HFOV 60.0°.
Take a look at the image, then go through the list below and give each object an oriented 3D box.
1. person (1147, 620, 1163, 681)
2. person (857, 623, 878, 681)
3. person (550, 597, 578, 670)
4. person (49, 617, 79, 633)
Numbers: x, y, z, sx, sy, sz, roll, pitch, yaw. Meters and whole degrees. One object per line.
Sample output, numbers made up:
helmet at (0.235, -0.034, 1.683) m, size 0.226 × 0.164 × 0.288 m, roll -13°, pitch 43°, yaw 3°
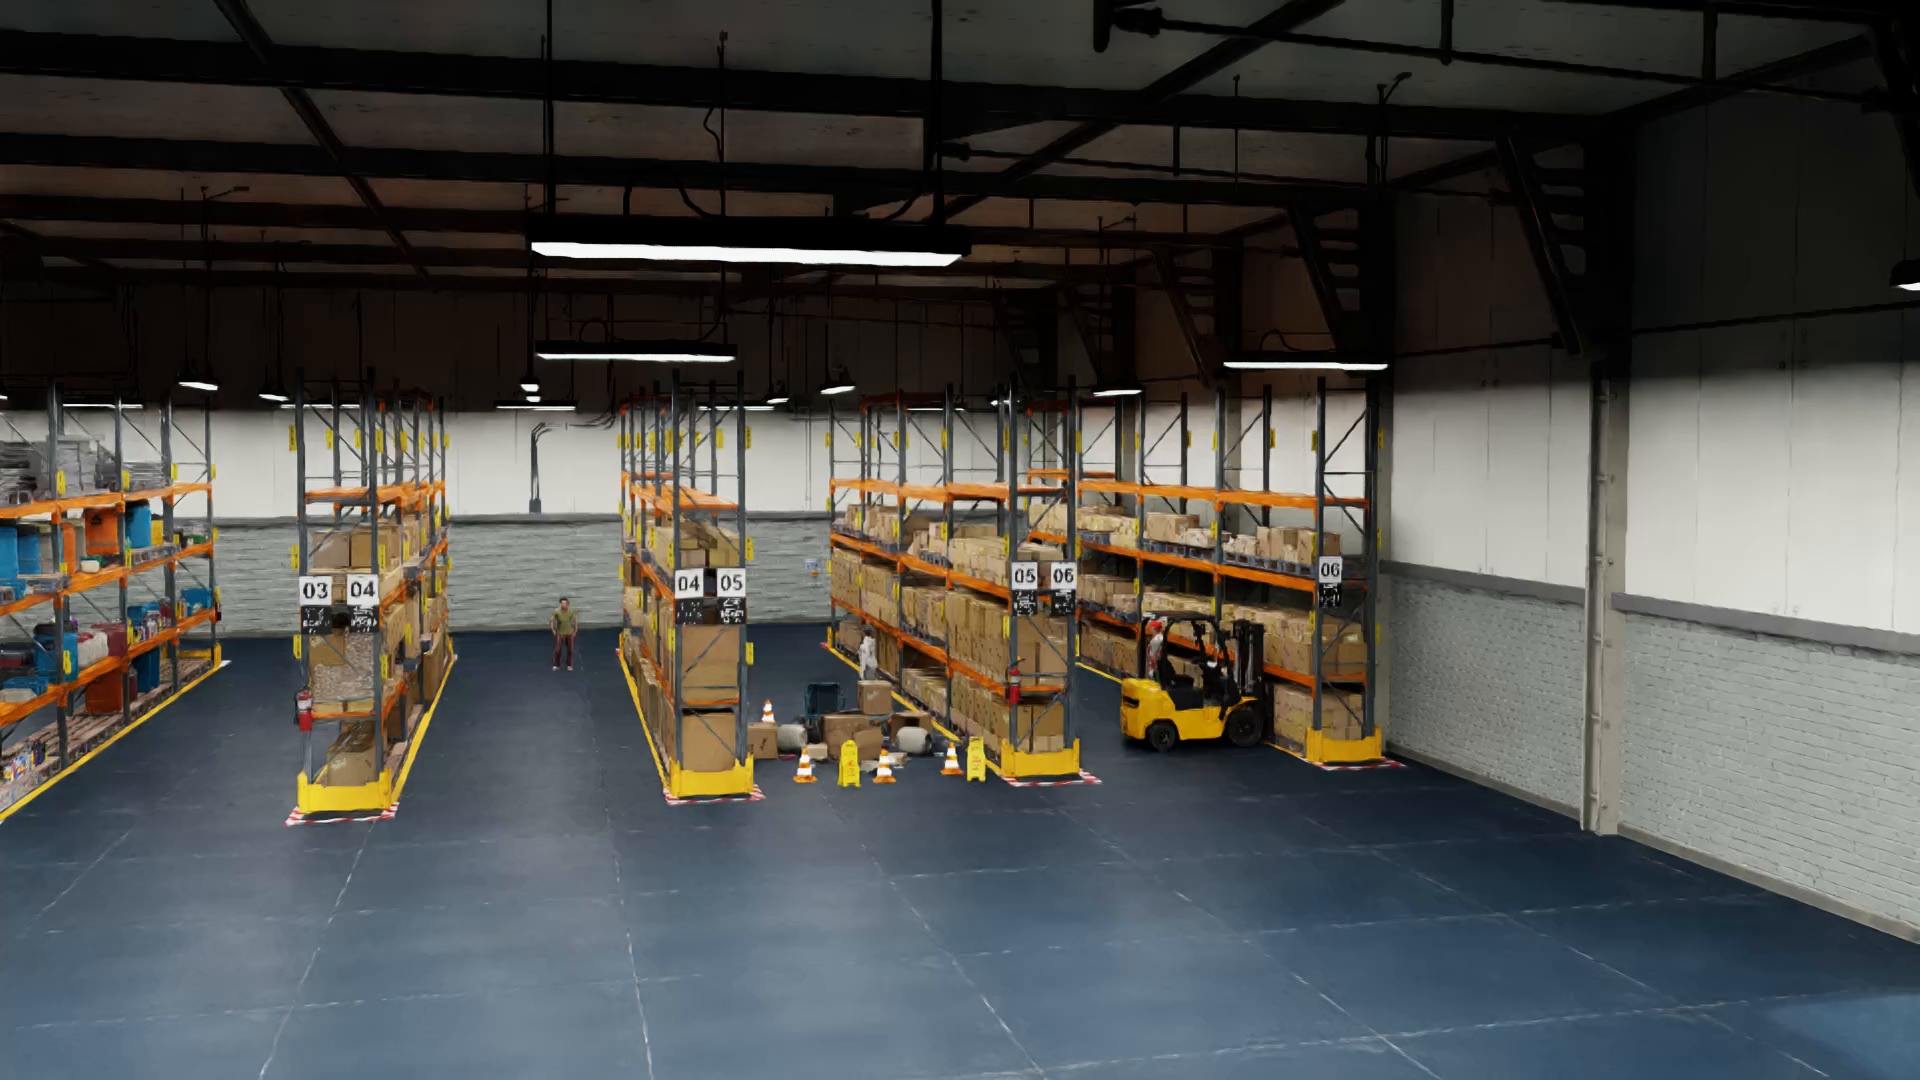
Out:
person at (3.483, 2.312, 29.865) m, size 0.575 × 1.785 × 0.661 m, roll 1°, pitch 3°, yaw 12°
person at (-1.697, 2.352, 30.215) m, size 0.531 × 1.665 × 0.572 m, roll 1°, pitch 3°, yaw 11°
person at (-8.633, 2.037, 36.271) m, size 0.598 × 1.619 × 0.507 m, roll -1°, pitch 4°, yaw -16°
person at (-18.205, 2.134, 33.747) m, size 0.575 × 1.689 × 1.128 m, roll -1°, pitch 4°, yaw -16°
